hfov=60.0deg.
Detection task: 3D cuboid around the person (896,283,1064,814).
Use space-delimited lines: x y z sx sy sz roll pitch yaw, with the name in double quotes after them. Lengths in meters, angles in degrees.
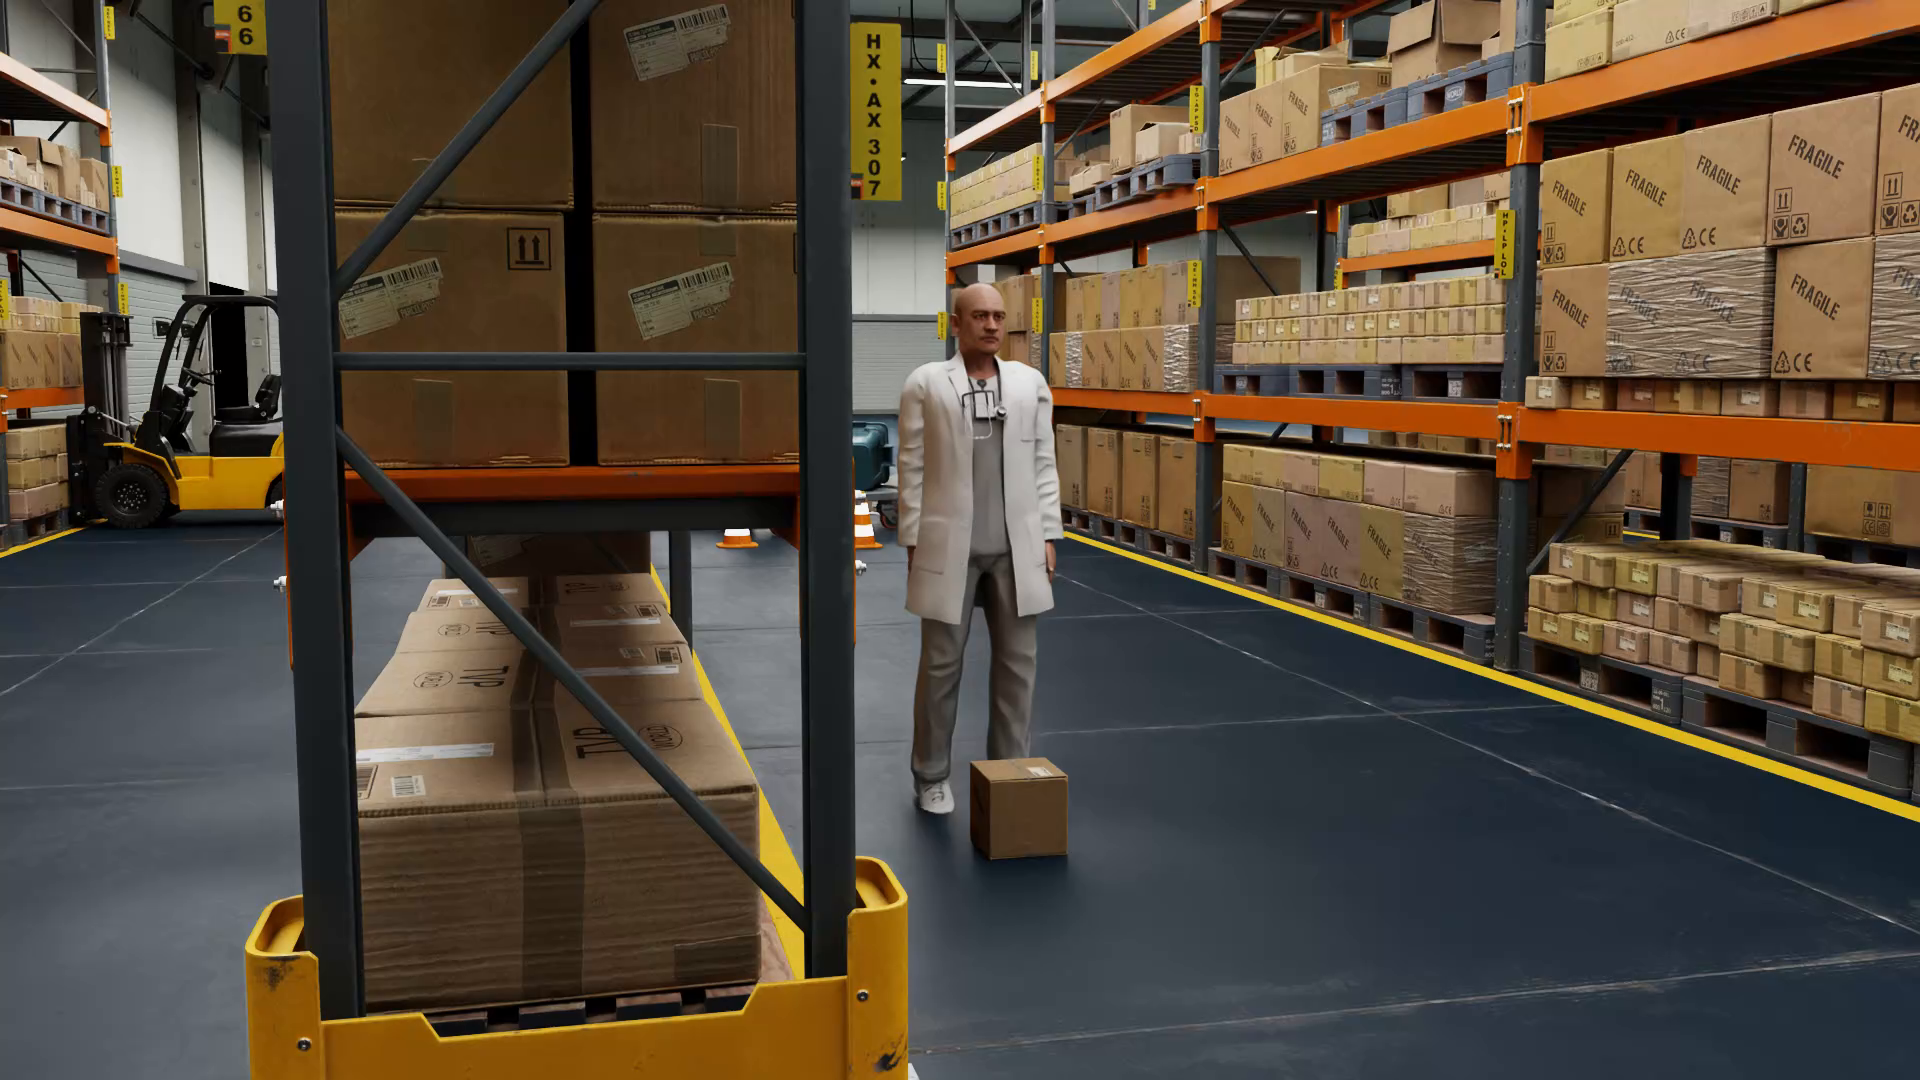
0.074 0.053 5.634 0.575 1.831 0.482 -1 6 -12 "person"
